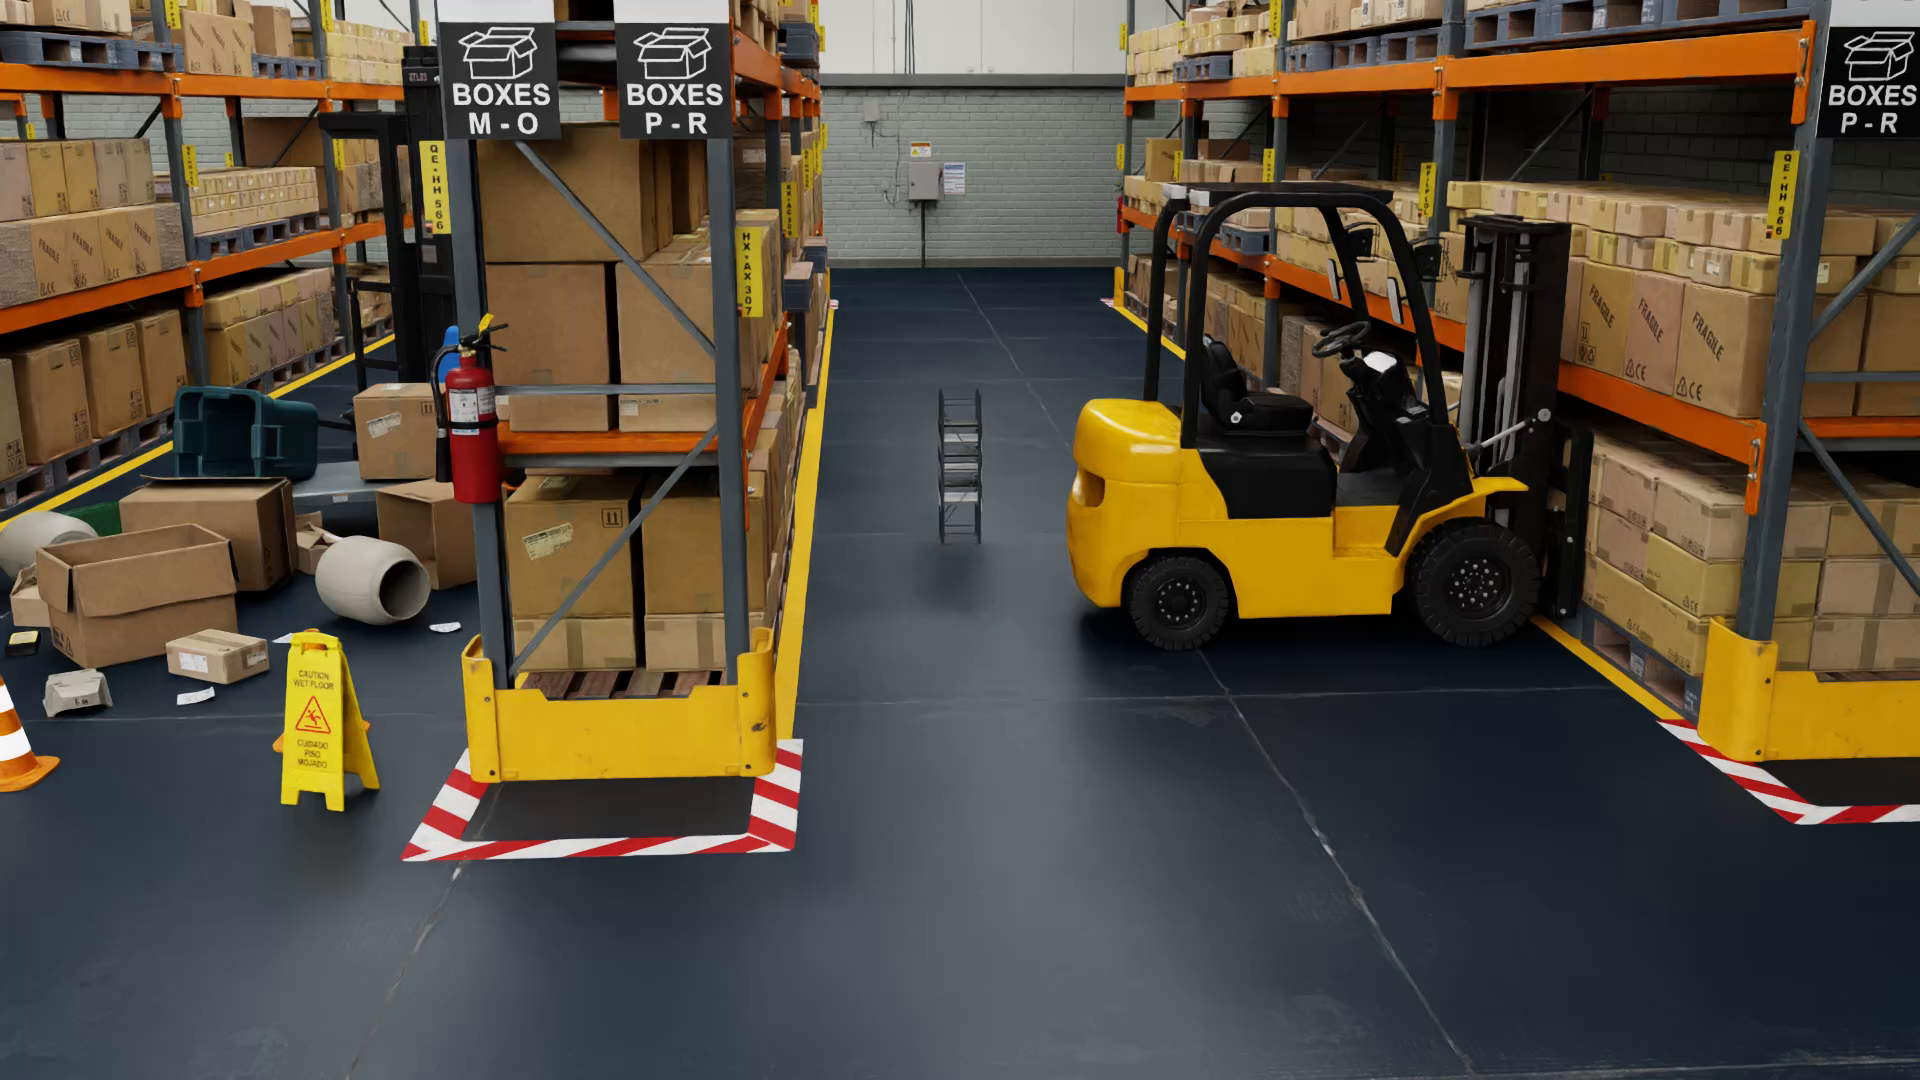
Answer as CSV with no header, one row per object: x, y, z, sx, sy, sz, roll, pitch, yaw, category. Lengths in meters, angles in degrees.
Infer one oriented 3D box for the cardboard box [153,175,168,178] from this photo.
-7.292,-3.177,14.823,0.380,0.149,0.250,-1,14,-3,cardboard box

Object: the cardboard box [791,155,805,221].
-1.505,-2.827,13.355,0.500,0.500,0.500,-1,14,-5,cardboard box

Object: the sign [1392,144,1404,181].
3.697,-3.188,14.073,0.100,0.325,0.005,-1,14,-3,sign

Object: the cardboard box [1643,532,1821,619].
3.297,0.142,7.128,0.500,0.250,0.500,-1,14,-4,cardboard box

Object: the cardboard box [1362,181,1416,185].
3.493,-2.839,13.539,0.380,0.149,0.250,-1,14,-2,cardboard box

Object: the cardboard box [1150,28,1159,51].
2.524,-5.881,19.546,0.500,0.250,0.500,0,14,-2,cardboard box

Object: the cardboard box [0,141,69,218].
-6.628,-2.479,11.435,0.700,0.500,0.500,-1,14,-4,cardboard box

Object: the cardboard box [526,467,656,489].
-1.661,-0.111,7.607,0.500,0.500,0.500,0,14,-1,cardboard box

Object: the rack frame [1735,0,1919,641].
3.639,-0.628,6.448,1.000,3.000,0.127,-1,14,-3,rack frame

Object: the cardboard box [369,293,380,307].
-6.860,-2.753,18.987,0.380,0.149,0.250,0,14,-1,cardboard box

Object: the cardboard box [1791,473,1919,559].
3.798,-0.107,7.090,0.500,0.250,0.500,-1,14,-4,cardboard box

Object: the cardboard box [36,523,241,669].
-3.951,0.261,8.004,0.797,0.503,0.637,-13,20,-42,cardboard box

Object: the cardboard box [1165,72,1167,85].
2.560,-5.284,19.029,0.380,0.149,0.250,0,14,-2,cardboard box

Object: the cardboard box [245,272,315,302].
-6.676,-2.480,16.314,0.500,0.250,0.500,0,14,-1,cardboard box

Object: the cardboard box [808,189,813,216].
-1.663,-3.219,15.814,0.500,0.250,0.500,-1,14,-2,cardboard box

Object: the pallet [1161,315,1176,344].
2.854,-2.433,19.059,1.003,0.211,1.213,-1,14,-3,pallet

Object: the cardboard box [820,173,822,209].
-2.012,-4.462,21.149,0.500,0.500,0.500,-1,14,-3,cardboard box

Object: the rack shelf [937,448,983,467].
0.000,-0.493,9.908,0.258,0.077,0.200,-1,14,-3,rack shelf

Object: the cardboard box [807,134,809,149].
-1.682,-3.577,15.702,0.500,0.500,0.500,-1,14,-3,cardboard box

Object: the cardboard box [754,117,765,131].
-2.303,-4.521,18.068,0.380,0.149,0.250,-1,14,-2,cardboard box

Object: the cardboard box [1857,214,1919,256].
3.831,-1.222,6.655,0.380,0.149,0.250,-1,14,-5,cardboard box

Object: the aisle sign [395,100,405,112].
-6.946,-5.710,20.982,0.394,0.787,0.004,-1,14,-3,aisle sign

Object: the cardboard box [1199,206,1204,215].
2.598,-3.399,16.646,0.396,0.266,0.258,0,14,-1,cardboard box

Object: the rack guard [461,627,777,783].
-1.320,0.641,6.532,1.175,0.500,0.348,-1,14,-3,rack guard

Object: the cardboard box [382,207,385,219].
-6.877,-3.780,19.202,0.380,0.149,0.250,0,14,-1,cardboard box

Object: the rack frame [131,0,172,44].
-6.745,-5.344,12.737,1.000,3.000,0.127,-1,14,-3,rack frame

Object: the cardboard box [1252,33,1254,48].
2.869,-4.530,15.093,0.380,0.149,0.250,-1,14,-3,cardboard box

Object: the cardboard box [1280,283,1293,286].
3.314,-2.448,16.392,0.380,0.149,0.250,-1,15,-6,cardboard box

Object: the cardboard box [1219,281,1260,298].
2.796,-2.502,16.605,0.380,0.149,0.250,0,14,-1,cardboard box

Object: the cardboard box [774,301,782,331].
-1.216,-1.287,9.511,0.380,0.149,0.250,-1,14,-2,cardboard box

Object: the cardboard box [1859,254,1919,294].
3.877,-1.079,6.698,0.380,0.149,0.250,-1,14,-5,cardboard box

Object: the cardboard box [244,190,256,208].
-6.656,-3.108,15.151,0.380,0.149,0.250,-1,14,-4,cardboard box

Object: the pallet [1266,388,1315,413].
3.155,-1.062,13.730,1.003,0.211,1.213,-1,14,-3,pallet

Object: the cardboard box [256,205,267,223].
-6.670,-3.029,15.441,0.380,0.149,0.250,-1,14,-5,cardboard box

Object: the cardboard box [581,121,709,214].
-1.752,-2.109,9.401,0.700,0.500,0.500,-1,14,-4,cardboard box

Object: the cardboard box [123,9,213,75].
-6.515,-4.086,13.666,0.500,0.500,0.500,-1,14,-3,cardboard box

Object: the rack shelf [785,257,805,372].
-1.687,-1.694,12.036,1.077,0.370,4.000,-1,14,-3,rack shelf

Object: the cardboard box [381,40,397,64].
-6.896,-5.685,19.381,0.500,0.250,0.500,-1,14,-3,cardboard box

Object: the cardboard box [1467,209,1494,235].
3.166,-1.838,9.647,0.380,0.149,0.250,-1,14,-2,cardboard box

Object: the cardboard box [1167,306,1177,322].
2.568,-2.569,18.871,0.380,0.149,0.250,-1,14,-5,cardboard box

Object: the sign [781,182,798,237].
-1.022,-1.975,9.945,0.100,0.325,0.005,-1,14,-3,sign

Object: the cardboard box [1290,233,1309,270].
2.953,-2.306,13.270,0.500,0.250,0.500,-1,14,-5,cardboard box

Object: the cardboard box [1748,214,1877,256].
3.406,-1.221,6.651,0.380,0.149,0.250,-1,14,-3,cardboard box

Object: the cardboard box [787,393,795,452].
-1.646,-0.785,11.490,0.950,0.372,0.625,0,14,0,cardboard box

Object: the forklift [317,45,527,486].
-3.845,-2.049,12.107,3.031,2.935,1.130,9,17,32,forklift

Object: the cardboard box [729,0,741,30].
-1.012,-1.969,6.144,0.380,0.149,0.250,-1,14,-3,cardboard box

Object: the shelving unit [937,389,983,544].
0.000,-0.438,9.922,0.258,0.900,0.210,-1,14,-3,shelving unit

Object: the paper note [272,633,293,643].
-3.263,0.475,8.142,0.148,0.019,0.142,4,15,16,paper note

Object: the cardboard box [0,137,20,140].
-11.905,-4.694,20.451,0.500,0.500,0.500,-1,14,-3,cardboard box

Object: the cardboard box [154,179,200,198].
-6.580,-2.928,13.852,0.380,0.149,0.250,-1,14,-3,cardboard box

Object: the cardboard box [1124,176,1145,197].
2.407,-4.562,21.441,0.500,0.250,0.500,-1,14,-3,cardboard box

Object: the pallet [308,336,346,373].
-6.943,-1.889,16.946,1.003,0.211,1.213,-1,14,-3,pallet

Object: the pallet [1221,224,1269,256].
3.031,-2.692,14.856,1.213,0.211,1.003,-1,14,-3,pallet

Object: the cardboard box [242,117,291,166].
-7.292,-4.223,17.615,0.500,0.500,0.500,-1,14,-5,cardboard box
